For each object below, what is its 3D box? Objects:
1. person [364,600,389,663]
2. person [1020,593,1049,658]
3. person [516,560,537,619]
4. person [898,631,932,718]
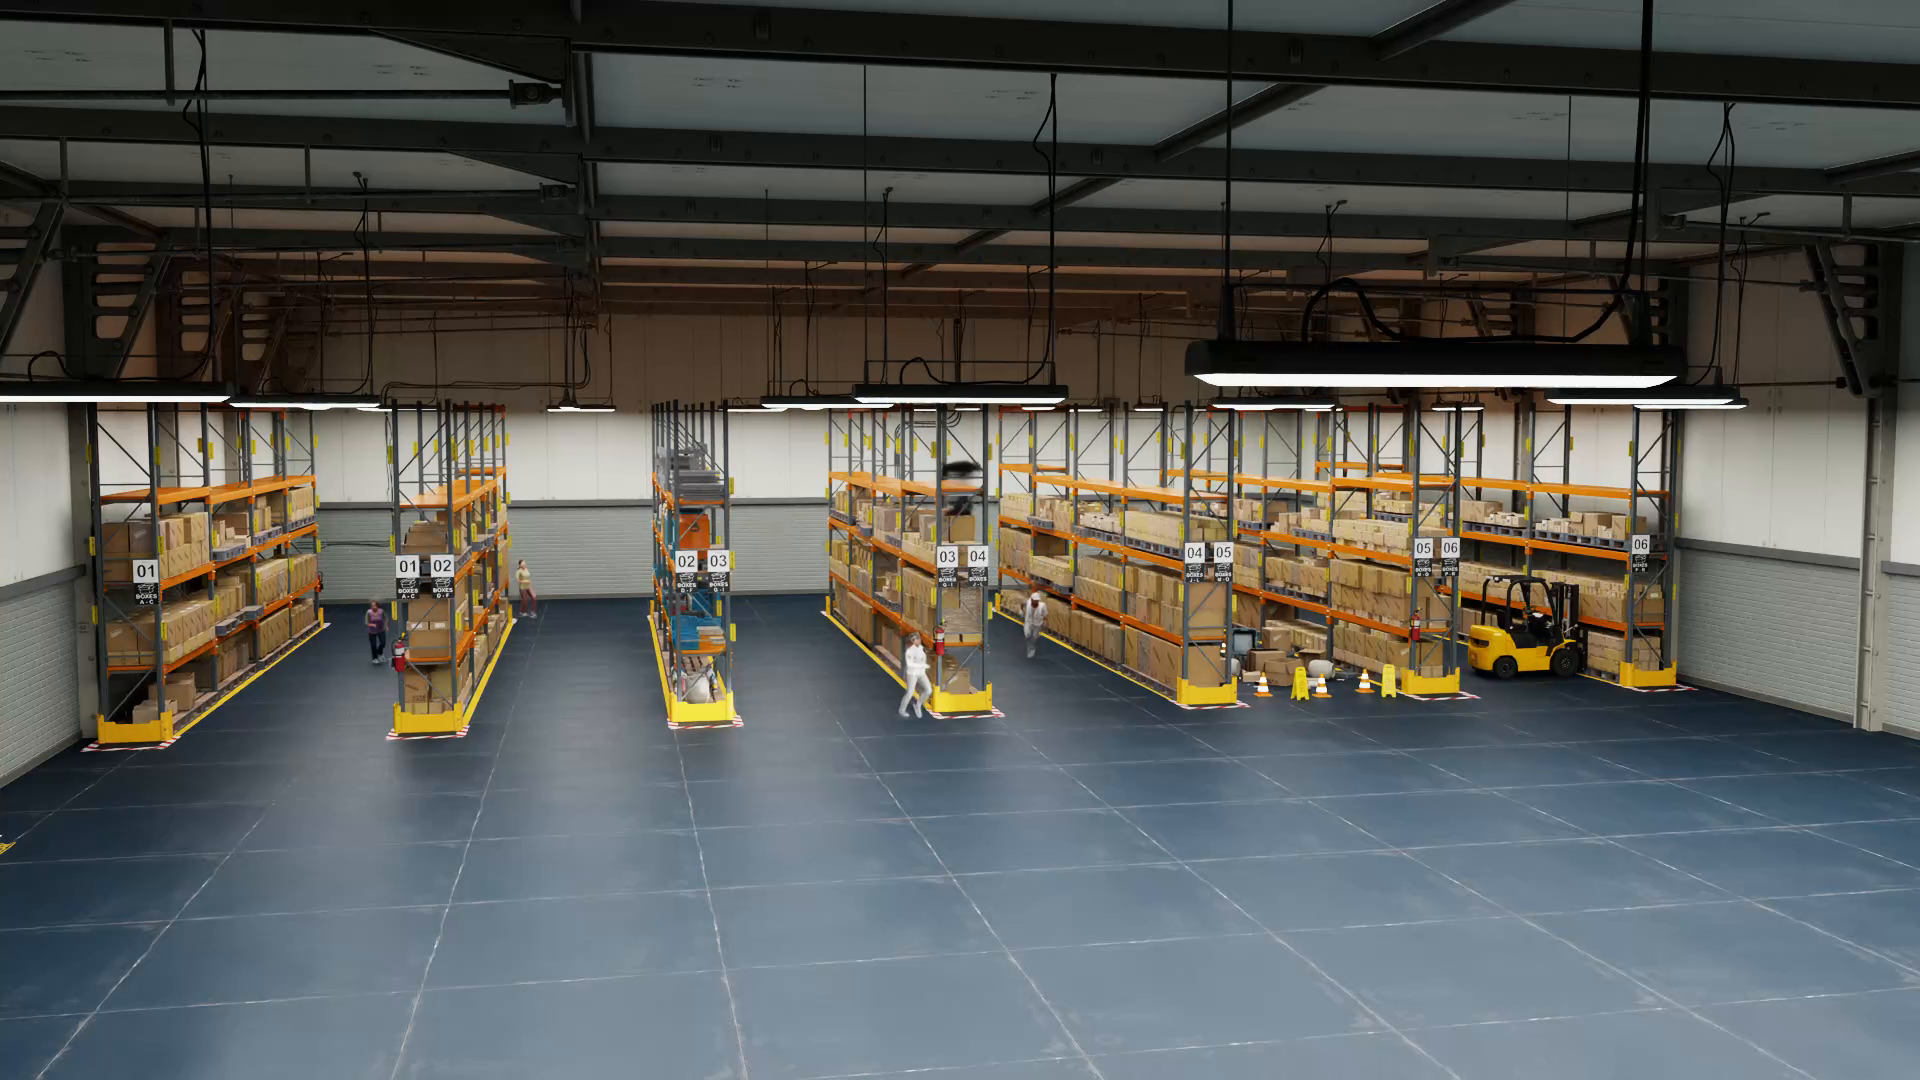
[{"bbox_3d":[-13.353,2.108,38.071,0.543,1.493,0.793,-2,5,-23],"label":"person"},{"bbox_3d":[1.740,1.969,39.048,0.685,1.545,1.145,0,4,2],"label":"person"},{"bbox_3d":[-12.242,1.383,46.705,0.724,1.675,0.560,3,5,38],"label":"person"},{"bbox_3d":[-0.803,2.521,31.184,0.611,1.646,0.805,-4,6,-42],"label":"person"}]
